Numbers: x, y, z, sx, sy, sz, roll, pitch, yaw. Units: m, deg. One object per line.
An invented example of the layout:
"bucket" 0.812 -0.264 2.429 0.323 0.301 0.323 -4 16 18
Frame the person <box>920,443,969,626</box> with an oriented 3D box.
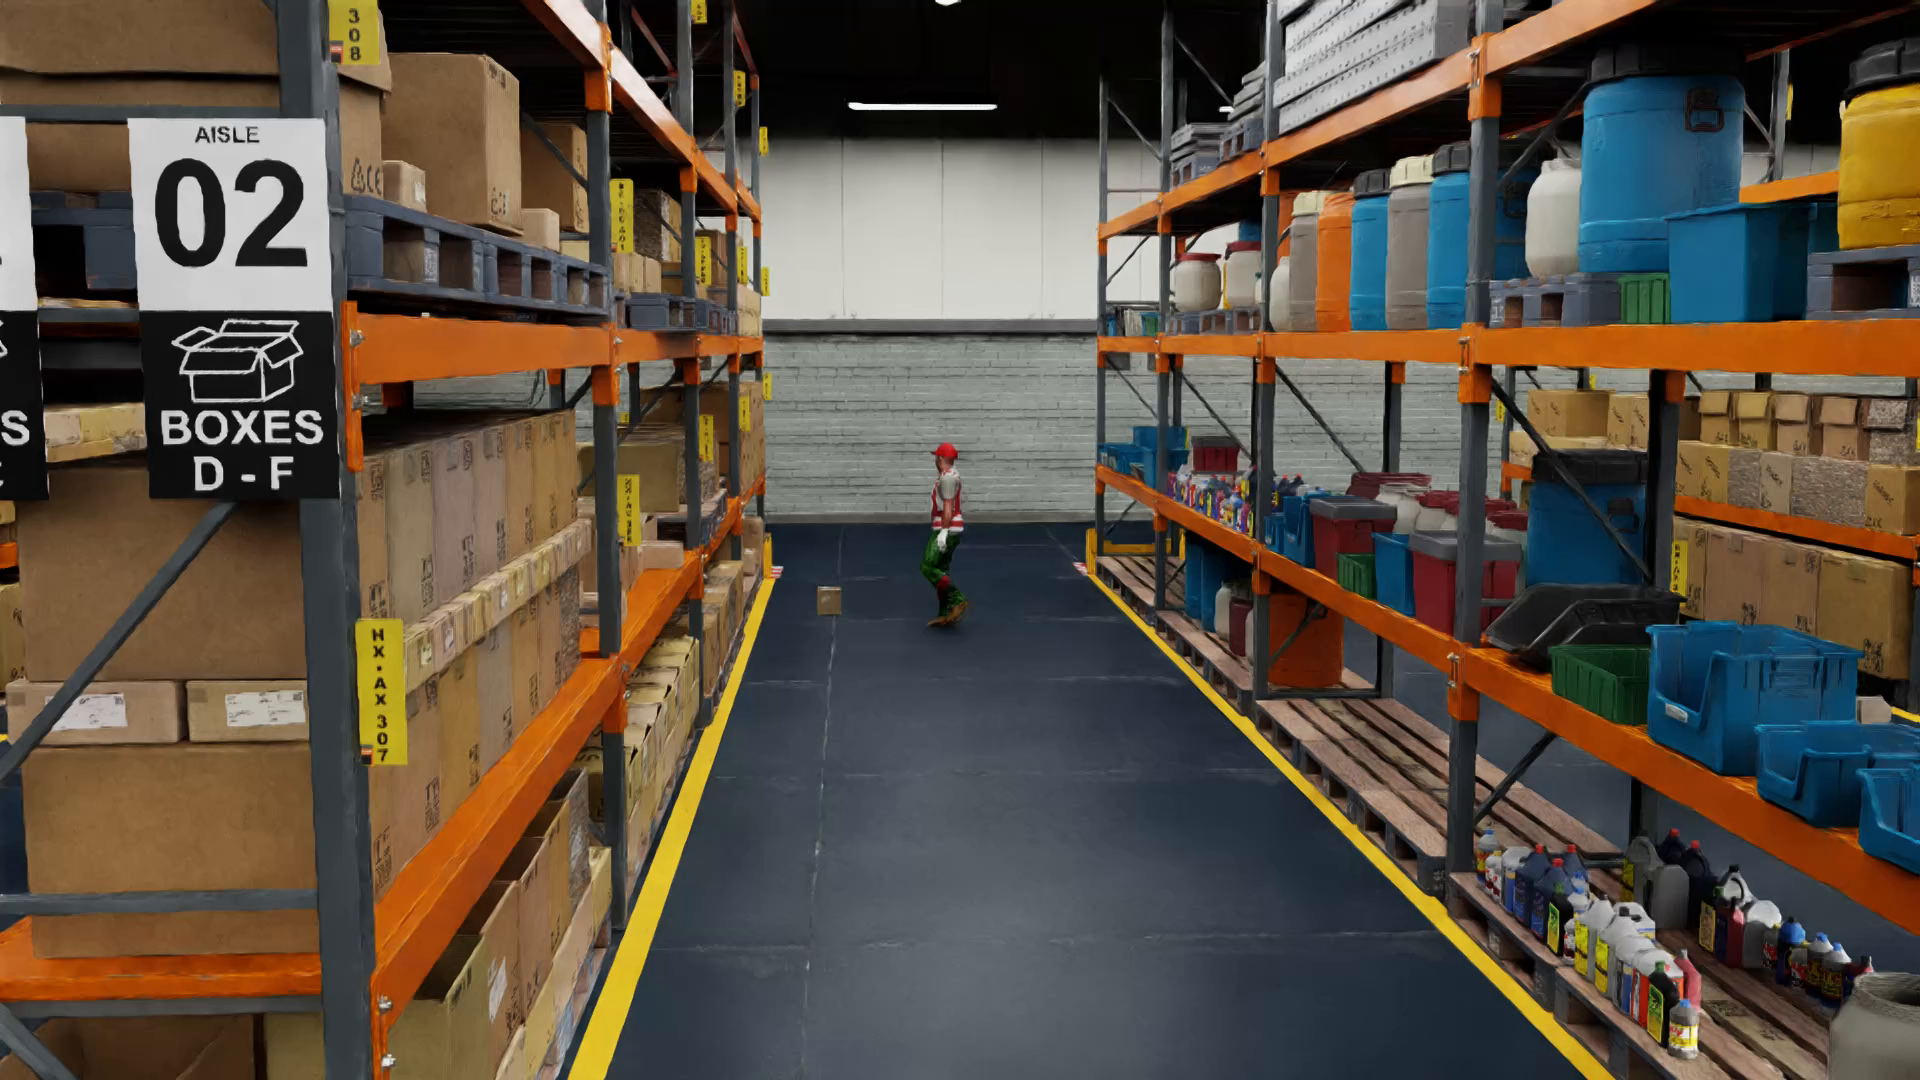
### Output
"person" -0.154 -0.056 16.207 0.472 1.767 0.700 0 7 -1
